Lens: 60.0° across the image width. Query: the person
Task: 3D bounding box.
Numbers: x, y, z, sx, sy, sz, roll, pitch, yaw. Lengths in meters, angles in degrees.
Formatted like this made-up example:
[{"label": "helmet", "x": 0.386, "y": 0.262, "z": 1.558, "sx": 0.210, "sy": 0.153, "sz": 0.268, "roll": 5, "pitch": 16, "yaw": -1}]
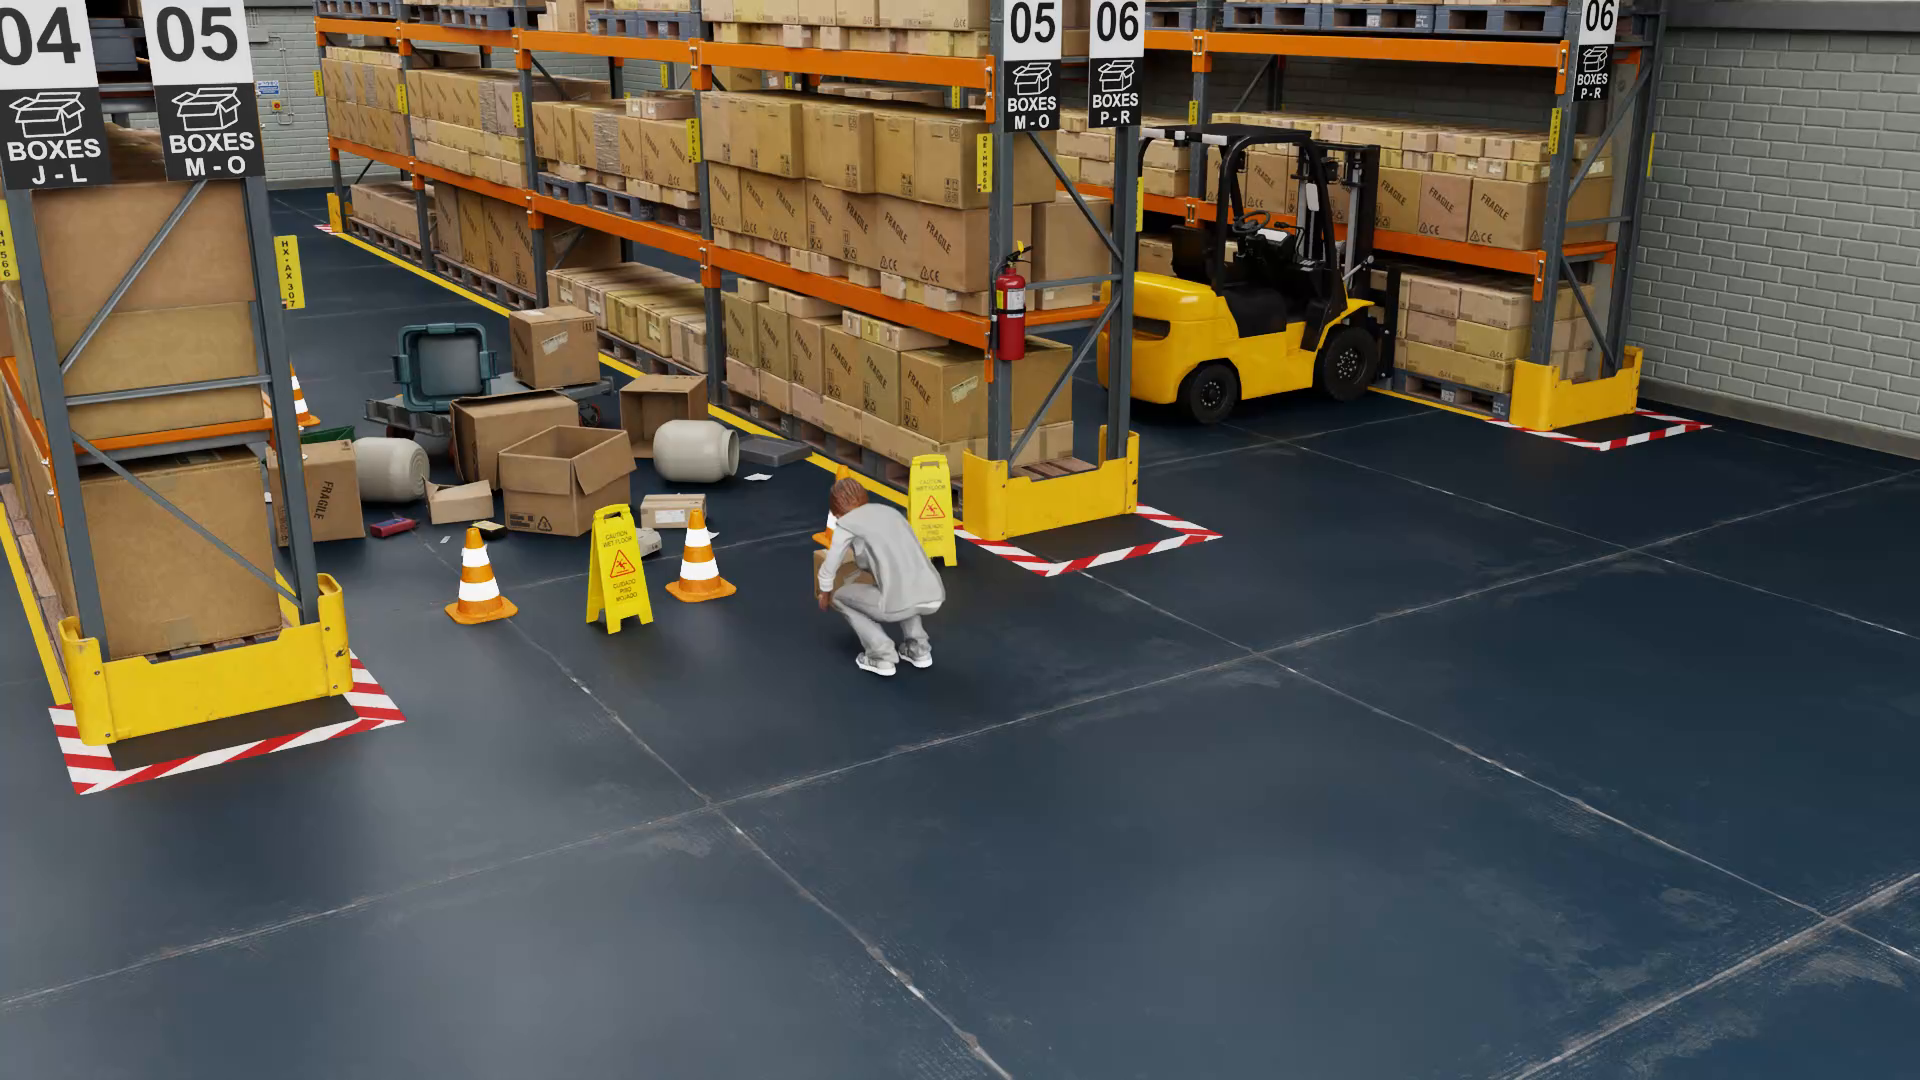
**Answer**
[{"label": "person", "x": -0.400, "y": 0.173, "z": 8.188, "sx": 0.445, "sy": 0.888, "sz": 0.817, "roll": -12, "pitch": 22, "yaw": -31}]
